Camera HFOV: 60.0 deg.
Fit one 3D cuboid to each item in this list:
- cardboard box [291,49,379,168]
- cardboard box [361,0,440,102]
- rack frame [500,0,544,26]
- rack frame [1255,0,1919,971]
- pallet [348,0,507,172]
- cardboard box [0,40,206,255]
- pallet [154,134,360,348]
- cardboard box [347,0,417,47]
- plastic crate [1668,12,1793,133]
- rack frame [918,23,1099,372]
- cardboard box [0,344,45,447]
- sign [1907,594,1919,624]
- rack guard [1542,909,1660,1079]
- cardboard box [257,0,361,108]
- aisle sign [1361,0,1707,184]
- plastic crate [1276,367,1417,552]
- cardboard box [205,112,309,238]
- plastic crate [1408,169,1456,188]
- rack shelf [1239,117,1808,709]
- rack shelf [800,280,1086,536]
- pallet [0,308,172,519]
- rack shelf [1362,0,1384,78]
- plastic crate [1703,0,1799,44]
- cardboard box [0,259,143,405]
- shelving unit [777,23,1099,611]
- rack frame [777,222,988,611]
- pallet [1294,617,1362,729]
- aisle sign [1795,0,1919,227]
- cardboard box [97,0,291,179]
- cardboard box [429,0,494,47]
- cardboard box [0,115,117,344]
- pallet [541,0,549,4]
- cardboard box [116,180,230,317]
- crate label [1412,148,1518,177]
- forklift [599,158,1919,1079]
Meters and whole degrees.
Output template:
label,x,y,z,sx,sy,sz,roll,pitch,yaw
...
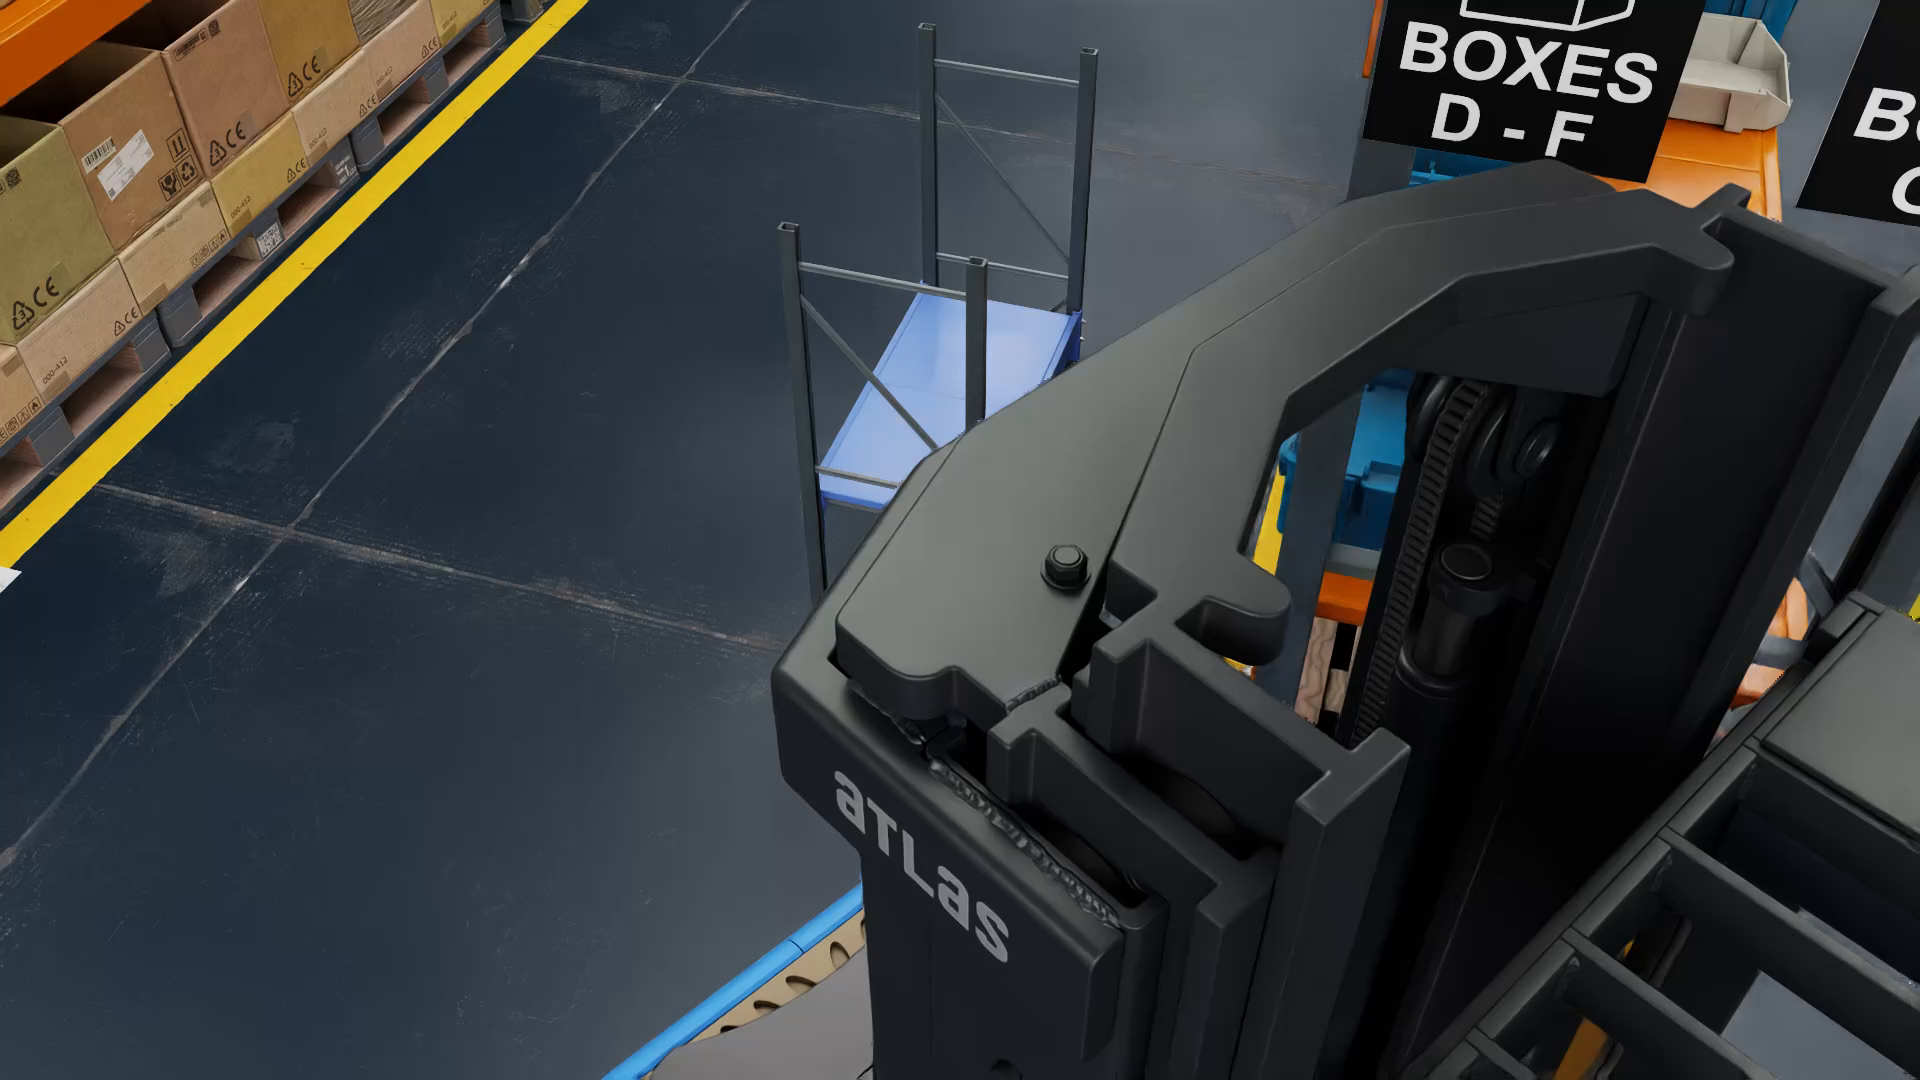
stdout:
label,x,y,z,sx,sy,sz,roll,pitch,yaw
cardboard box,-2.666,-1.739,6.548,0.500,0.250,0.500,13,46,13
cardboard box,-2.528,-2.075,6.892,0.500,0.250,0.500,13,46,13
rack frame,-2.435,-3.594,6.779,1.000,3.000,0.127,13,46,13
rack frame,1.073,0.123,2.979,1.000,3.000,0.127,13,46,13
pallet,-2.716,-2.077,7.221,1.003,0.211,1.213,13,46,13
cardboard box,-2.983,-1.344,5.608,0.500,0.500,0.500,13,46,13
pallet,-3.084,-1.261,6.387,1.003,0.211,1.213,13,46,13
cardboard box,-2.530,-2.344,6.630,0.500,0.500,0.500,13,46,13
plastic crate,2.034,-1.313,4.635,0.530,0.136,0.437,13,46,13
rack frame,0.128,-0.818,5.014,0.500,1.500,0.032,13,46,12
cardboard box,-3.272,-0.406,5.186,0.500,0.250,0.500,13,46,13
sign,1.596,0.144,2.760,0.100,0.325,0.005,13,46,13
rack guard,1.051,0.956,3.915,1.175,0.500,0.348,13,46,13
cardboard box,-2.678,-2.010,6.288,0.500,0.500,0.500,13,46,13
aisle sign,0.768,-0.821,2.085,0.394,0.787,0.004,13,46,13
plastic crate,0.939,-0.220,3.437,0.499,0.251,0.616,13,46,13
cardboard box,-2.816,-1.405,6.207,0.500,0.250,0.500,13,46,13
plastic crate,1.141,-0.652,3.878,0.499,0.251,0.408,13,46,13
rack shelf,1.679,-0.953,4.593,1.077,0.370,4.000,13,46,13
rack shelf,-0.026,-0.351,4.793,0.538,0.185,1.000,13,46,12
pallet,-3.455,-0.450,5.559,1.003,0.211,1.213,13,46,13
rack shelf,1.679,-2.025,3.544,1.077,0.370,4.000,13,46,13
plastic crate,2.208,-1.694,4.943,0.499,0.251,0.616,13,46,13
cardboard box,-3.124,-0.740,5.527,0.500,0.250,0.500,13,46,13
shelving unit,-0.026,-0.479,4.667,0.538,1.500,1.048,13,46,12
rack frame,-0.180,-0.140,4.321,0.500,1.500,0.032,13,46,12
pallet,1.302,0.519,4.569,1.003,0.211,1.213,13,46,13
aisle sign,1.330,-0.696,1.958,0.394,0.787,0.004,13,46,13
cardboard box,-2.815,-1.673,5.945,0.500,0.500,0.500,13,46,13
cardboard box,-2.367,-2.406,7.230,0.500,0.250,0.500,13,46,13
cardboard box,-3.123,-1.008,5.265,0.500,0.500,0.500,13,46,13
pallet,-2.249,-3.097,8.264,1.003,0.211,1.213,13,46,13
cardboard box,-2.972,-1.073,5.868,0.500,0.250,0.500,13,46,13
crate label,1.373,-1.173,4.279,0.502,0.435,0.616,13,46,13
forklift,0.698,1.194,1.934,1.130,2.935,3.031,-33,53,-29
